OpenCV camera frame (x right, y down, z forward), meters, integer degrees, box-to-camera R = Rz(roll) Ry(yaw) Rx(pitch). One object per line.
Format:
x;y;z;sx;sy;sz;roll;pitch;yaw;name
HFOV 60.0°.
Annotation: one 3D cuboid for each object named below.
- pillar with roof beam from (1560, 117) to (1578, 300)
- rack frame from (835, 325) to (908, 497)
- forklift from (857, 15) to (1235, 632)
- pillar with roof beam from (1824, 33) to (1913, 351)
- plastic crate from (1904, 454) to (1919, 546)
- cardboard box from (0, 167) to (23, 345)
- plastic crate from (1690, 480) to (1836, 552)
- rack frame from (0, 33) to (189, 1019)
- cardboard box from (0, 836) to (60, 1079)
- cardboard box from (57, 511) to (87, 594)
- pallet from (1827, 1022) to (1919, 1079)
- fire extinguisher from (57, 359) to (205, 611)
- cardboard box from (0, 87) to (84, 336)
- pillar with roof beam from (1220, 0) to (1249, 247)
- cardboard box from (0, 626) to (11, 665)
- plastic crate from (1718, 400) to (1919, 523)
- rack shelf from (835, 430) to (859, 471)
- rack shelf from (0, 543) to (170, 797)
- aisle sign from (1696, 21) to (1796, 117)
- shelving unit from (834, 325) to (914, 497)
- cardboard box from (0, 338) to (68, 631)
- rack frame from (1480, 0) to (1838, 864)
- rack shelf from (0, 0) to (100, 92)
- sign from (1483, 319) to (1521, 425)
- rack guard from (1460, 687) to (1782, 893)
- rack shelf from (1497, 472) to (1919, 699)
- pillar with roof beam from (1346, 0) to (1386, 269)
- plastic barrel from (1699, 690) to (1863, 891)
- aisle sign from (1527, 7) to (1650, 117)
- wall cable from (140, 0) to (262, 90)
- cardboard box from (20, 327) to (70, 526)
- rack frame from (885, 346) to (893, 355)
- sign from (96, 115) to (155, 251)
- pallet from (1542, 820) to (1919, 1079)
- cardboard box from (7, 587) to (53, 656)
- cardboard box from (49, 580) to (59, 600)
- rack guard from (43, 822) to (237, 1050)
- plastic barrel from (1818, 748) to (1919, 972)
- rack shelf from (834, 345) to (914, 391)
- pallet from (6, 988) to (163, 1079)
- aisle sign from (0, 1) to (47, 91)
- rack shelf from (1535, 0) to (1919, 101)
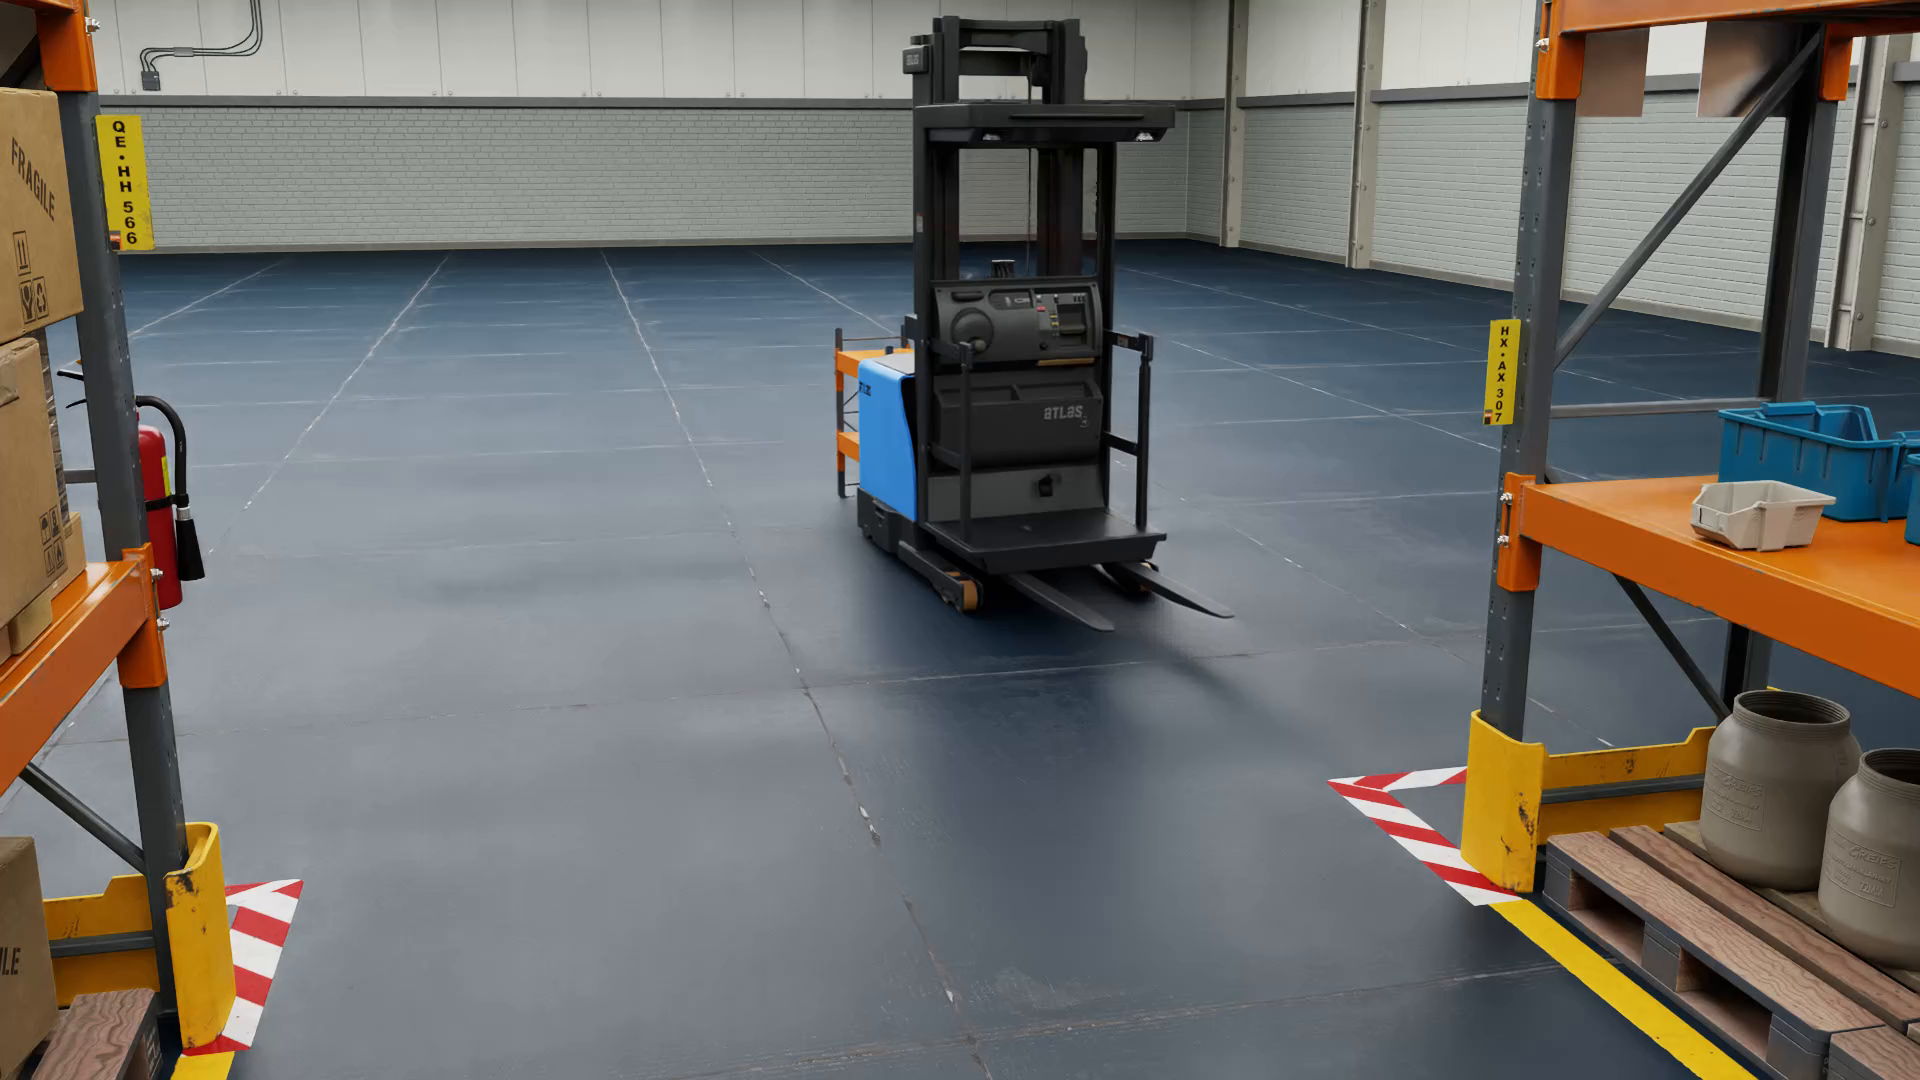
4.436;-7.679;22.398;9.100;9.000;0.400;-3;14;-13;pillar with roof beam
-0.580;-0.856;11.062;0.500;1.125;0.032;-5;15;-21;rack frame
0.392;-1.168;8.532;1.130;2.935;3.031;-5;15;-21;forklift
5.845;-6.295;16.732;9.100;9.000;0.400;-3;14;-13;pillar with roof beam
2.768;-0.092;4.298;0.499;0.251;0.408;-3;14;-13;plastic crate
-2.110;-0.588;3.069;0.500;0.500;0.500;-3;14;-13;cardboard box
2.110;-0.061;4.412;0.298;0.136;0.250;-3;14;-13;plastic crate
-2.602;-0.137;4.169;1.000;3.000;0.127;-3;14;-13;rack frame
-2.472;1.018;3.822;0.500;0.500;0.500;-1;14;-3;cardboard box
-2.334;0.039;3.977;0.380;0.149;0.250;-3;14;-13;cardboard box
2.745;1.425;3.651;1.003;0.211;1.213;-3;14;-13;pallet
-2.181;-0.152;4.391;0.296;0.674;0.183;-3;14;-13;fire extinguisher
-2.233;-0.703;3.540;0.500;0.500;0.500;-3;14;-13;cardboard box
1.617;-10.447;33.729;9.100;9.000;0.400;-3;14;-13;pillar with roof beam
-2.124;0.210;3.277;0.380;0.149;0.250;-3;14;-13;cardboard box
2.621;-0.242;4.912;0.499;0.251;0.616;-3;14;-13;plastic crate
-0.396;-0.506;10.660;0.538;0.278;1.000;-5;15;-21;rack shelf
-2.132;0.674;2.366;1.077;0.370;4.000;-3;14;-13;rack shelf
2.484;-1.709;5.126;0.394;0.787;0.004;-3;14;-13;aisle sign
-0.396;-0.744;10.602;0.538;1.125;1.048;-5;15;-21;shelving unit
-2.265;-0.093;3.151;0.875;0.500;0.500;-3;14;-13;cardboard box
2.212;-0.413;5.299;1.000;3.000;0.127;-3;14;-13;rack frame
-2.132;-0.784;2.010;1.077;0.370;4.000;-3;14;-13;rack shelf
1.677;-0.518;5.145;0.100;0.325;0.005;-3;14;-13;sign
2.276;0.816;5.535;1.175;0.500;0.348;-3;14;-13;rack guard
2.682;0.397;3.496;1.077;0.370;4.000;-3;14;-13;rack shelf
3.026;-9.063;28.064;9.100;9.000;0.400;-3;14;-13;pillar with roof beam
2.441;0.739;4.940;0.421;0.512;0.421;0;14;0;plastic barrel
1.911;-1.677;4.992;0.394;0.787;0.004;-3;14;-13;aisle sign
-14.992;-11.863;32.356;2.305;6.003;0.169;-3;14;-13;wall cable
-2.500;-0.202;3.596;0.875;0.500;0.500;-3;14;-13;cardboard box
-0.211;-0.632;10.142;0.500;1.125;0.032;-5;15;-21;rack frame
-2.058;-0.880;4.102;0.100;0.325;0.005;-3;14;-13;sign
2.462;1.144;4.801;1.003;0.211;1.213;-3;14;-13;pallet
-2.168;0.151;3.516;0.380;0.149;0.250;-3;14;-13;cardboard box
-2.276;0.097;3.741;0.380;0.149;0.250;-3;14;-13;cardboard box
-2.584;1.094;4.394;1.175;0.500;0.348;-3;14;-13;rack guard
2.559;0.854;4.467;0.421;0.512;0.421;0;14;0;plastic barrel
-0.396;-1.028;10.533;0.538;0.278;1.000;-5;15;-21;rack shelf
-2.428;1.424;3.653;1.003;0.211;1.213;-3;14;-13;pallet
-2.325;-1.431;3.987;0.394;0.787;0.004;-3;14;-13;aisle sign
2.682;-1.060;3.140;1.077;0.370;4.000;-3;14;-13;rack shelf
